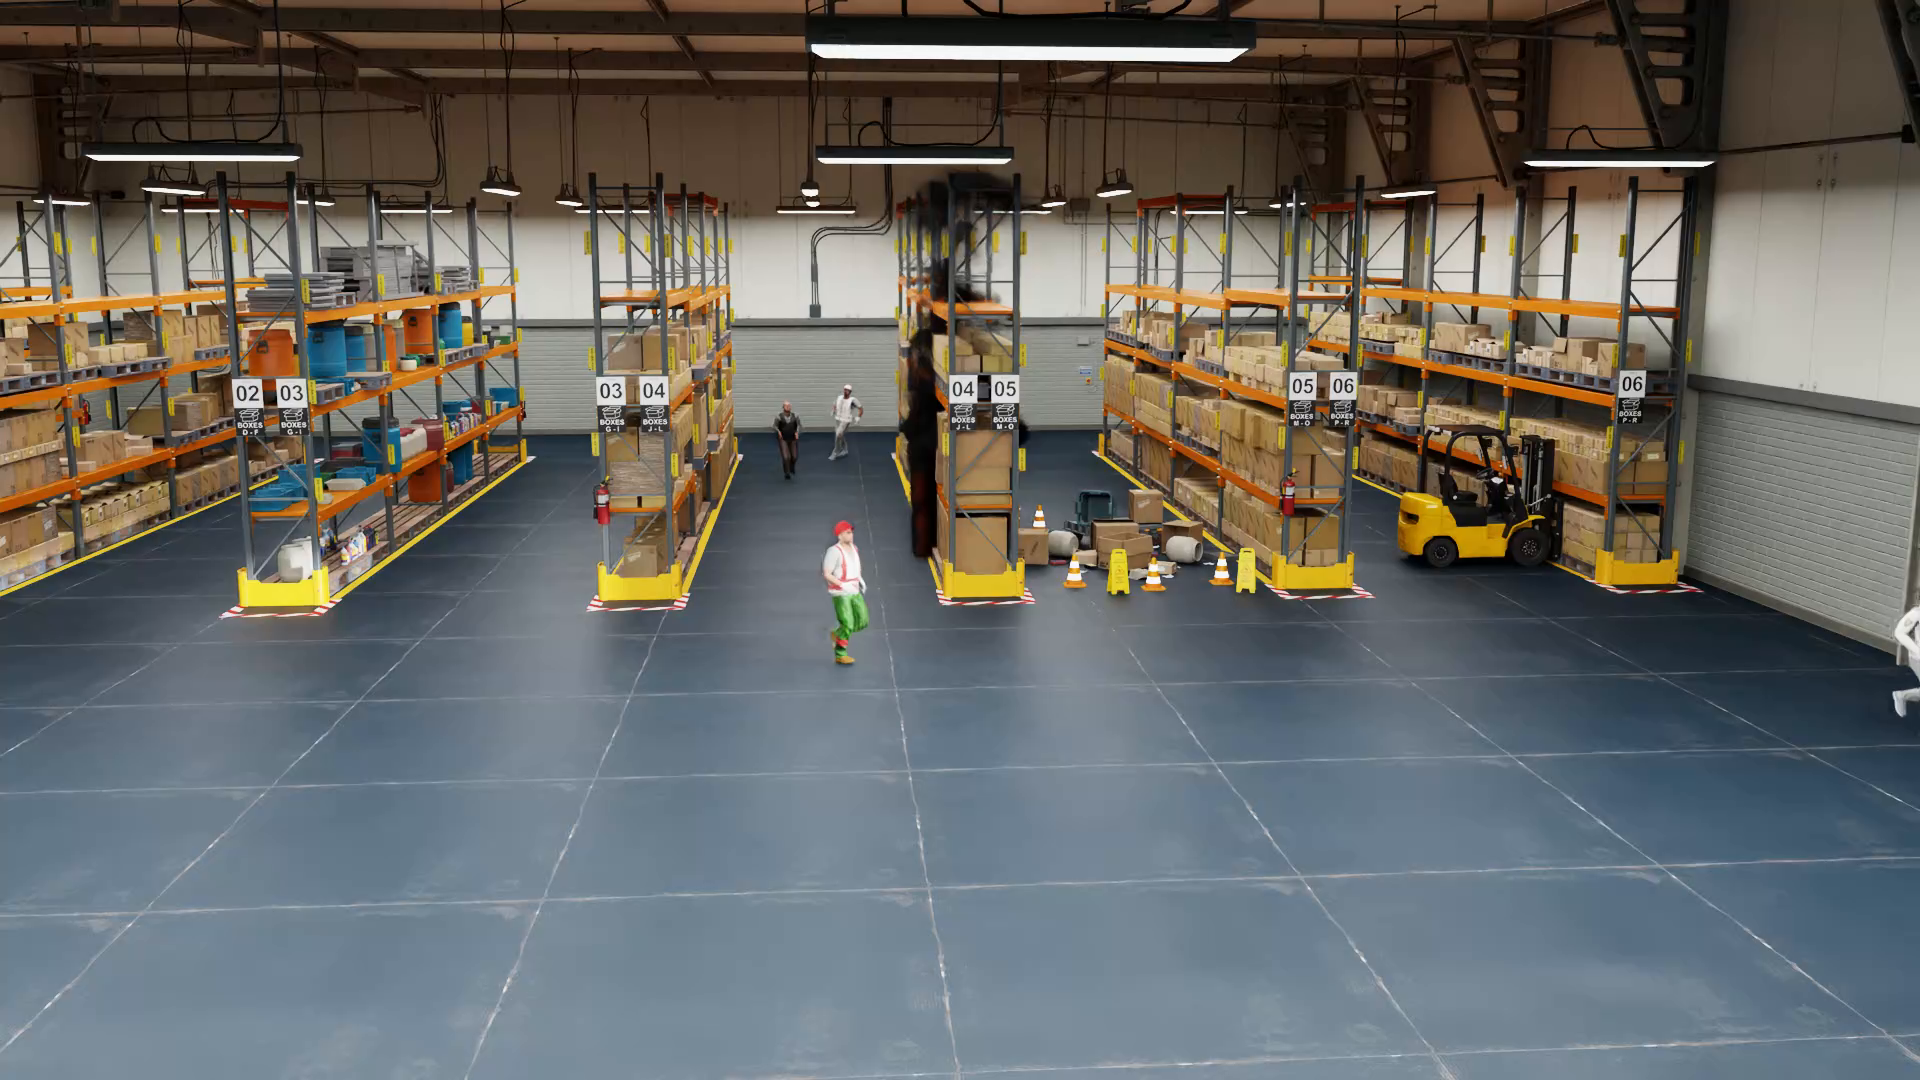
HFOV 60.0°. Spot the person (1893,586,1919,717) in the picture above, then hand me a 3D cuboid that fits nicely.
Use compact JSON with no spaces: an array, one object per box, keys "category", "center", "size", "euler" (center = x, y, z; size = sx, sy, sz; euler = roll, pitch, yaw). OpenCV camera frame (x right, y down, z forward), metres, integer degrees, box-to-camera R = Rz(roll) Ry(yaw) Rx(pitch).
[{"category":"person","center":[9.885,1.222,17.080],"size":[0.618,1.677,0.709],"euler":[-4,11,-20]}]

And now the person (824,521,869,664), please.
[{"category":"person","center":[-1.354,0.635,20.083],"size":[0.577,1.740,0.707],"euler":[7,12,35]}]

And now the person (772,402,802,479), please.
[{"category":"person","center":[-3.740,-2.166,36.135],"size":[0.655,1.673,0.601],"euler":[-2,10,-12]}]

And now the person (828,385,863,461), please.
[{"category":"person","center":[-2.797,-2.795,39.487],"size":[0.733,1.778,0.821],"euler":[8,13,37]}]
